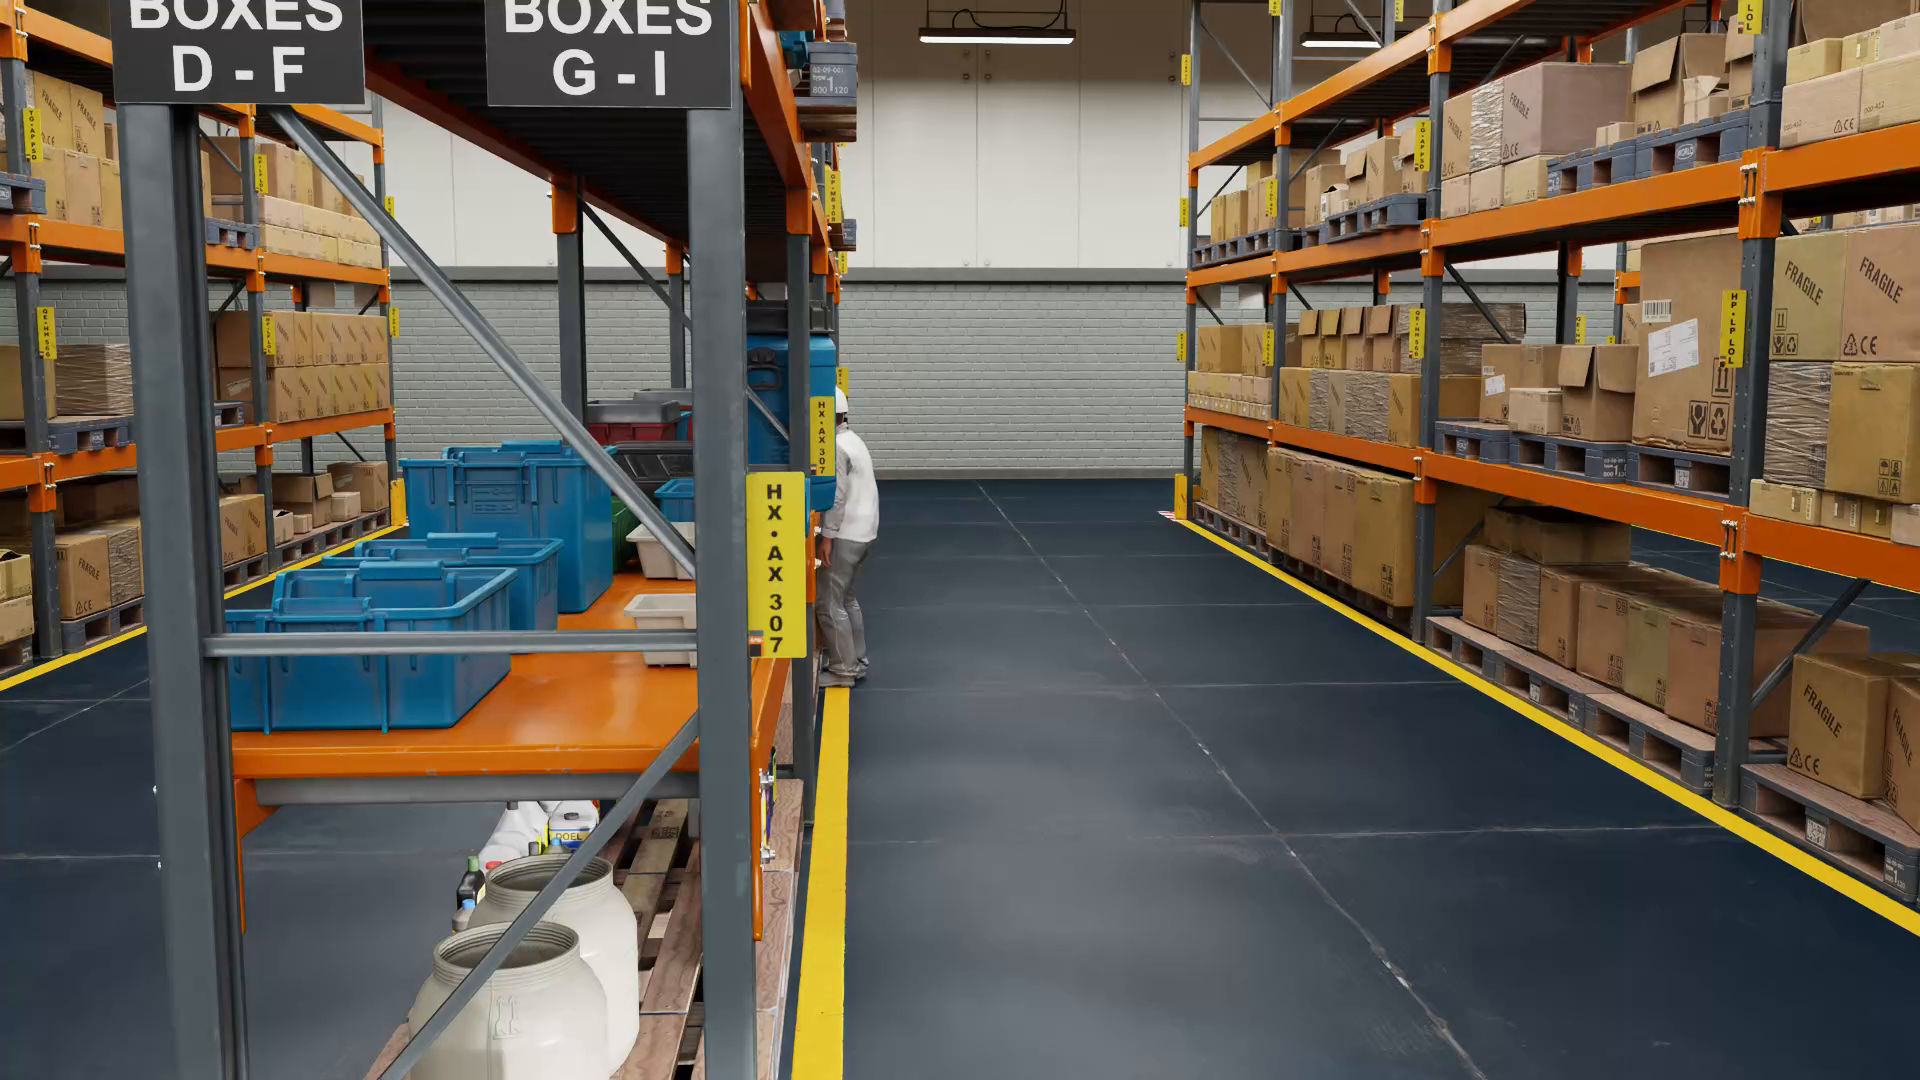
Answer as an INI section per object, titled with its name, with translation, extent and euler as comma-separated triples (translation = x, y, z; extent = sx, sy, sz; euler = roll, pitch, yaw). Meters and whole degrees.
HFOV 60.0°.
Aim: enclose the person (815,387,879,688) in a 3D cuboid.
[person]
translation = -0.716, -0.026, 9.843
extent = 0.461, 1.772, 0.594
euler = 1, 7, 10
